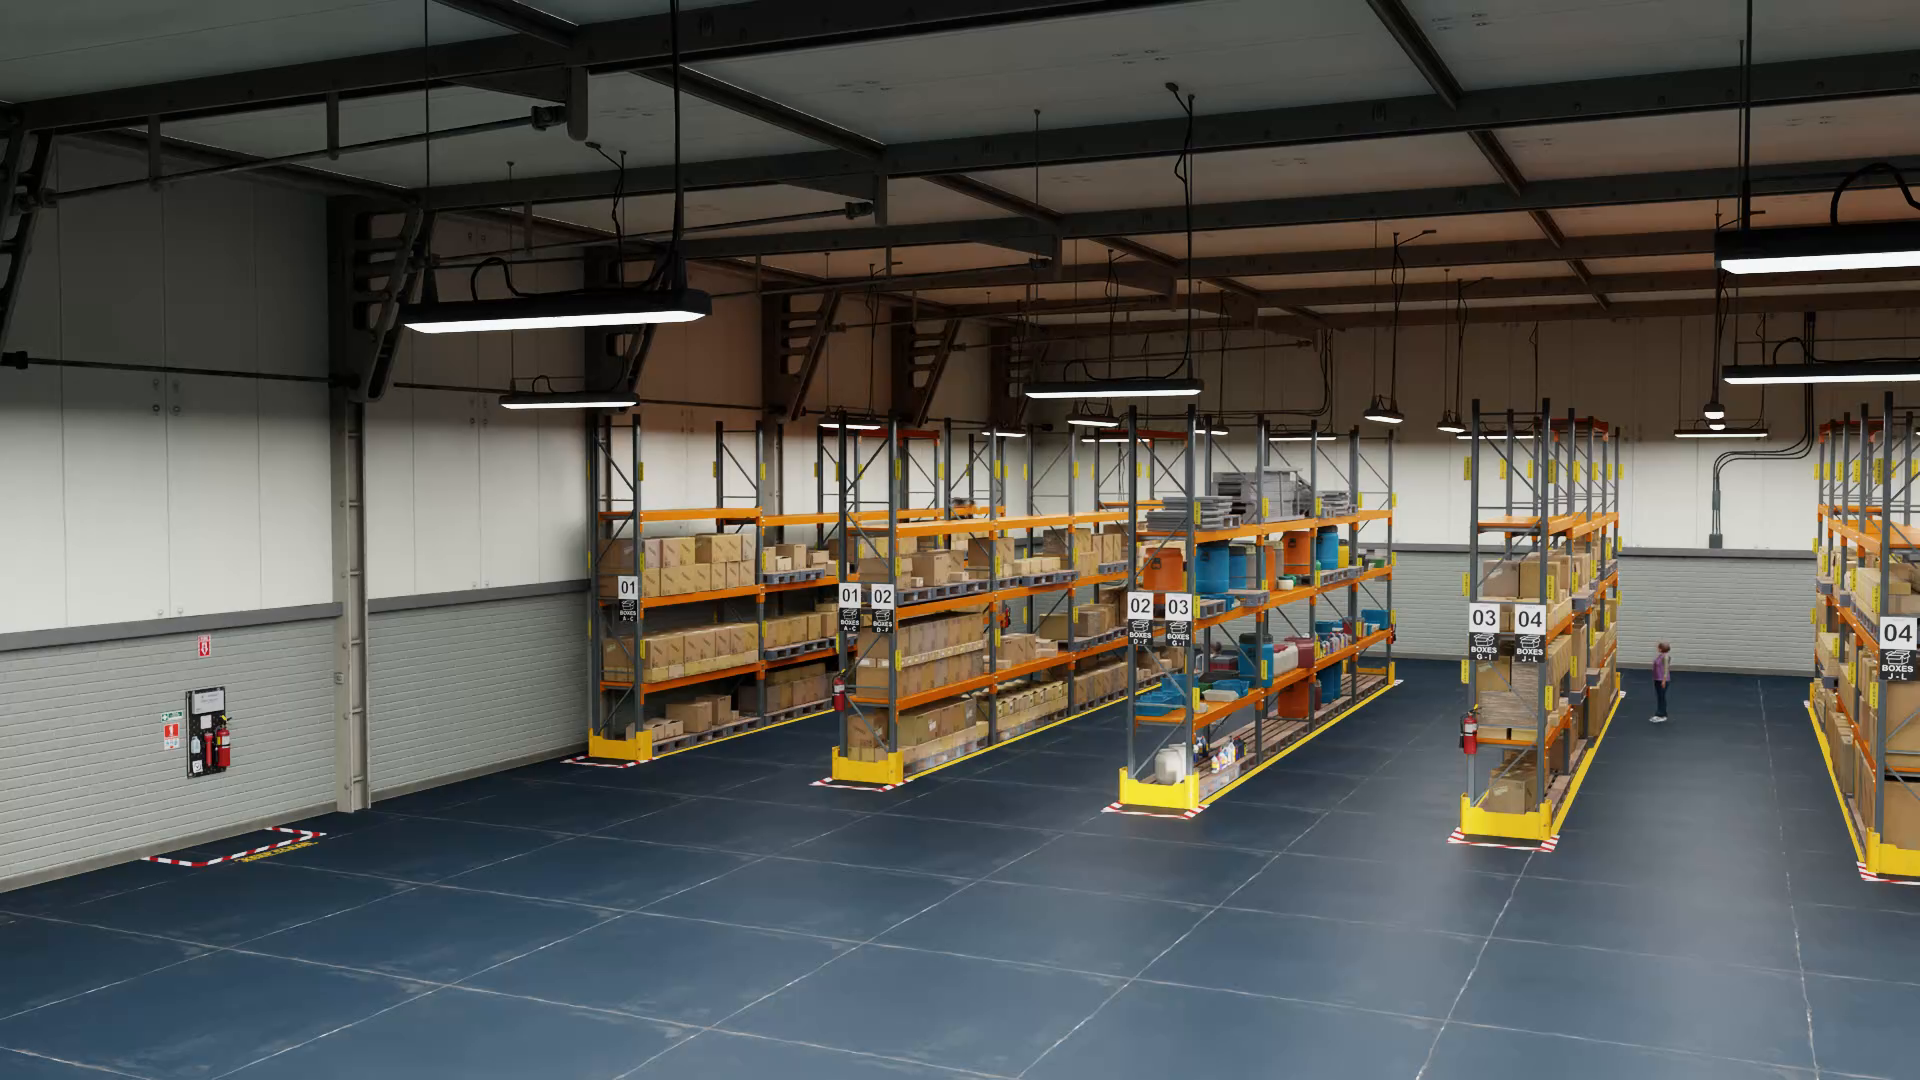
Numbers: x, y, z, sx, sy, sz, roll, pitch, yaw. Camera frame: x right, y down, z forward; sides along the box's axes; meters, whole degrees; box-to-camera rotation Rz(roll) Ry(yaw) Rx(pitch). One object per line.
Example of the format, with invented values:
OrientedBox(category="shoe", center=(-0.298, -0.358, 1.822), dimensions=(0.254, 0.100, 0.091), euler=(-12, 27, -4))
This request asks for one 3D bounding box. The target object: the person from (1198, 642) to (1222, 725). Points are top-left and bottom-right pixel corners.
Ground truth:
OrientedBox(category="person", center=(4.936, 2.813, 32.906), dimensions=(0.578, 1.618, 0.923), euler=(-1, 3, -22))

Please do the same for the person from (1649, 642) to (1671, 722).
OrientedBox(category="person", center=(14.012, 2.836, 33.350), dimensions=(0.543, 1.595, 0.425), euler=(0, 2, -12))

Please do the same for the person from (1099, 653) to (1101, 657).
OrientedBox(category="person", center=(3.341, 2.416, 41.290), dimensions=(0.490, 1.781, 0.603), euler=(1, 3, 21))
